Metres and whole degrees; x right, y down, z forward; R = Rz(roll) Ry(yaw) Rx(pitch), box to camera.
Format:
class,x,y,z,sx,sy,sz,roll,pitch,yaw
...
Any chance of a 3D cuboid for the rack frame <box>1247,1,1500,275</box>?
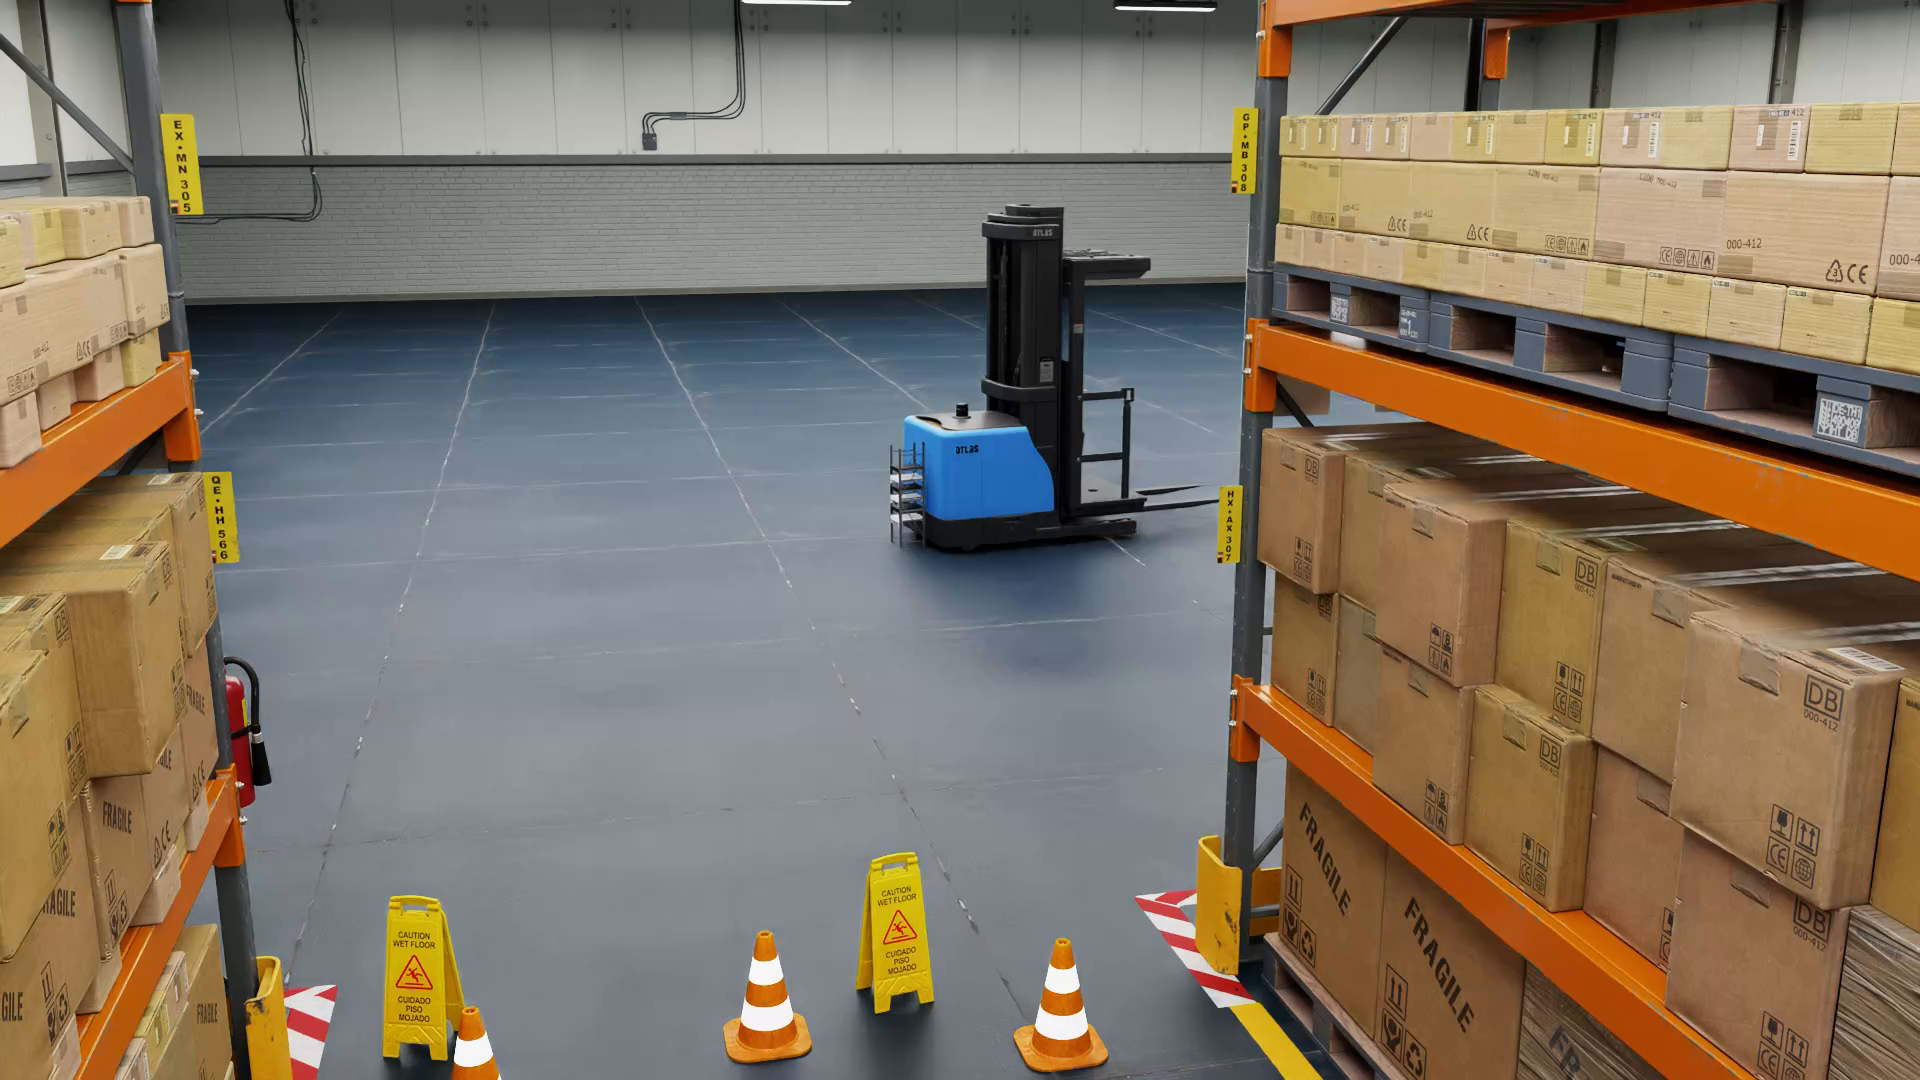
class,x,y,z,sx,sy,sz,roll,pitch,yaw
rack frame,1.656,-2.548,6.397,1.000,3.000,0.127,-3,14,-13

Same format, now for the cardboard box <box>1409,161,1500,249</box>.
class,x,y,z,sx,sy,sz,roll,pitch,yaw
cardboard box,1.760,-1.056,5.204,0.500,0.250,0.500,-3,14,-14

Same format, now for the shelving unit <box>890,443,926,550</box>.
class,x,y,z,sx,sy,sz,roll,pitch,yaw
shelving unit,-0.460,-0.383,14.599,0.258,0.900,0.210,-6,15,-23

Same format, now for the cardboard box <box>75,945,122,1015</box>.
class,x,y,z,sx,sy,sz,roll,pitch,yaw
cardboard box,-2.467,1.153,4.418,0.380,0.149,0.250,-3,14,-14

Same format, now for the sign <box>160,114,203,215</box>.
class,x,y,z,sx,sy,sz,roll,pitch,yaw
sign,-2.587,-1.248,5.531,0.100,0.325,0.005,-3,14,-13

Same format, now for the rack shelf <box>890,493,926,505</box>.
class,x,y,z,sx,sy,sz,roll,pitch,yaw
rack shelf,-0.460,-0.351,14.607,0.258,0.077,0.200,-6,15,-23

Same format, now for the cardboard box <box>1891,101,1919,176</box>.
class,x,y,z,sx,sy,sz,roll,pitch,yaw
cardboard box,2.141,-0.811,3.361,0.380,0.149,0.250,-3,14,-13

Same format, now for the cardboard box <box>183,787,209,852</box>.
class,x,y,z,sx,sy,sz,roll,pitch,yaw
cardboard box,-2.669,0.914,5.395,0.380,0.149,0.250,-3,14,-14

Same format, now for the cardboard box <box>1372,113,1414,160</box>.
class,x,y,z,sx,sy,sz,roll,pitch,yaw
cardboard box,1.602,-1.339,5.521,0.380,0.149,0.250,-3,14,-13

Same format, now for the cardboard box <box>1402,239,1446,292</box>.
class,x,y,z,sx,sy,sz,roll,pitch,yaw
cardboard box,1.663,-0.892,5.370,0.380,0.149,0.250,-3,14,-13

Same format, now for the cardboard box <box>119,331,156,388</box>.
class,x,y,z,sx,sy,sz,roll,pitch,yaw
cardboard box,-2.686,-0.548,5.057,0.380,0.149,0.250,-3,14,-13

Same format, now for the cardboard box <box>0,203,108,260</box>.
class,x,y,z,sx,sy,sz,roll,pitch,yaw
cardboard box,-2.664,-0.876,4.722,0.380,0.149,0.250,-3,14,-14

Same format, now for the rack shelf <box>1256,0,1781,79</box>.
class,x,y,z,sx,sy,sz,roll,pitch,yaw
rack shelf,2.126,-1.543,4.641,1.077,0.370,4.000,-3,14,-13

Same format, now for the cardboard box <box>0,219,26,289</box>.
class,x,y,z,sx,sy,sz,roll,pitch,yaw
cardboard box,-2.372,-0.644,3.771,0.380,0.149,0.250,-3,14,-12

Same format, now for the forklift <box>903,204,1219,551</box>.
class,x,y,z,sx,sy,sz,roll,pitch,yaw
forklift,1.048,-1.535,15.033,3.031,2.935,1.130,-6,15,-22

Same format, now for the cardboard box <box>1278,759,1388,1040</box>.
class,x,y,z,sx,sy,sz,roll,pitch,yaw
cardboard box,1.880,1.347,6.686,0.875,0.875,0.875,-3,14,-13

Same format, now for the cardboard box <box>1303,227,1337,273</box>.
class,x,y,z,sx,sy,sz,roll,pitch,yaw
cardboard box,1.486,-1.066,6.083,0.380,0.149,0.250,-3,14,-13

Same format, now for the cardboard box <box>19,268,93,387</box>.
class,x,y,z,sx,sy,sz,roll,pitch,yaw
cardboard box,-2.506,-0.525,4.125,0.500,0.250,0.500,-3,14,-12

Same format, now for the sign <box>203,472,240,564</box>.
class,x,y,z,sx,sy,sz,roll,pitch,yaw
sign,-2.587,-0.077,5.817,0.100,0.325,0.005,-3,14,-13

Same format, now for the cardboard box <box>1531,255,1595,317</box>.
class,x,y,z,sx,sy,sz,roll,pitch,yaw
cardboard box,1.840,-0.717,4.656,0.380,0.149,0.250,-3,14,-13

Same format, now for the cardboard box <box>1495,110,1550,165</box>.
class,x,y,z,sx,sy,sz,roll,pitch,yaw
cardboard box,1.783,-1.162,4.796,0.380,0.149,0.250,-3,14,-12

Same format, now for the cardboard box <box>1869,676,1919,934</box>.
class,x,y,z,sx,sy,sz,roll,pitch,yaw
cardboard box,2.542,0.604,3.542,0.875,0.550,0.550,-3,14,-13

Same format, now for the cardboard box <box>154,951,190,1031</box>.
class,x,y,z,sx,sy,sz,roll,pitch,yaw
cardboard box,-2.539,1.369,4.966,0.380,0.149,0.250,-3,14,-12

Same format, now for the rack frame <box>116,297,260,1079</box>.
class,x,y,z,sx,sy,sz,roll,pitch,yaw
rack frame,-3.132,0.665,5.884,1.000,3.000,0.127,-3,14,-13

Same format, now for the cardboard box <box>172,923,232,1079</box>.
class,x,y,z,sx,sy,sz,roll,pitch,yaw
cardboard box,-2.690,1.603,5.374,0.500,0.500,0.500,-3,14,-13

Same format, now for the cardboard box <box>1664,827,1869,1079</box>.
class,x,y,z,sx,sy,sz,roll,pitch,yaw
cardboard box,2.346,1.006,4.174,0.875,0.550,0.550,-3,14,-13

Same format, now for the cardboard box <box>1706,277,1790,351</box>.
class,x,y,z,sx,sy,sz,roll,pitch,yaw
cardboard box,2.018,-0.542,3.938,0.380,0.149,0.250,-3,14,-13

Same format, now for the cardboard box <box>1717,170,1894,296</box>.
class,x,y,z,sx,sy,sz,roll,pitch,yaw
cardboard box,2.112,-0.709,3.780,0.500,0.250,0.500,-3,14,-13

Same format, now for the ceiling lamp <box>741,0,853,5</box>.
class,x,y,z,sx,sy,sz,roll,pitch,yaw
ceiling lamp,-3.006,-11.302,29.929,2.000,3.185,0.800,-3,14,-13

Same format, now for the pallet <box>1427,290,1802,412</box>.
class,x,y,z,sx,sy,sz,roll,pitch,yaw
pallet,2.131,-0.596,4.911,1.003,0.211,1.213,-3,14,-13

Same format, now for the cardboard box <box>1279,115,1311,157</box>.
class,x,y,z,sx,sy,sz,roll,pitch,yaw
cardboard box,1.425,-1.514,6.238,0.380,0.149,0.250,-3,14,-13

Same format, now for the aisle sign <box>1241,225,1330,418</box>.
class,x,y,z,sx,sy,sz,roll,pitch,yaw
aisle sign,1.348,-0.896,6.799,0.394,0.787,0.004,-3,14,-13

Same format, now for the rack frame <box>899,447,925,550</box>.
class,x,y,z,sx,sy,sz,roll,pitch,yaw
rack frame,-0.418,-0.361,14.509,0.240,0.900,0.006,-6,15,-23

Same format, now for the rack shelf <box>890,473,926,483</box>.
class,x,y,z,sx,sy,sz,roll,pitch,yaw
rack shelf,-0.460,-0.526,14.565,0.258,0.077,0.200,-6,15,-23

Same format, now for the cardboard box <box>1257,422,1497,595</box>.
class,x,y,z,sx,sy,sz,roll,pitch,yaw
cardboard box,1.706,-0.144,6.603,0.875,0.550,0.550,-3,14,-13

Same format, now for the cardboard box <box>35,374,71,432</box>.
class,x,y,z,sx,sy,sz,roll,pitch,yaw
cardboard box,-2.557,-0.367,4.320,0.380,0.149,0.250,-3,14,-14

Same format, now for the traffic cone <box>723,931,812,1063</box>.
class,x,y,z,sx,sy,sz,roll,pitch,yaw
traffic cone,-0.778,1.785,6.648,0.336,0.463,0.334,-3,14,-13

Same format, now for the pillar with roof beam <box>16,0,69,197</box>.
class,x,y,z,sx,sy,sz,roll,pitch,yaw
pillar with roof beam,-10.120,-7.537,26.817,9.100,9.000,0.400,-3,14,-13

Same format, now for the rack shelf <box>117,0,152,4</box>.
class,x,y,z,sx,sy,sz,roll,pitch,yaw
rack shelf,-2.662,-1.437,3.369,1.077,0.370,4.000,-3,14,-13

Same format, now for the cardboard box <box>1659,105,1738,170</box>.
class,x,y,z,sx,sy,sz,roll,pitch,yaw
cardboard box,1.961,-0.987,4.078,0.380,0.149,0.250,-3,14,-13

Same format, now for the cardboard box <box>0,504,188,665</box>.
class,x,y,z,sx,sy,sz,roll,pitch,yaw
cardboard box,-2.688,0.209,4.806,0.700,0.500,0.500,-3,14,-13

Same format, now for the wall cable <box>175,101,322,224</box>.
class,x,y,z,sx,sy,sz,roll,pitch,yaw
wall cable,-15.120,-7.926,34.953,3.097,2.526,0.112,-3,14,-13

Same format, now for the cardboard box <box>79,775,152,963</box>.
class,x,y,z,sx,sy,sz,roll,pitch,yaw
cardboard box,-2.509,0.813,4.440,0.500,0.500,0.500,-3,14,-13

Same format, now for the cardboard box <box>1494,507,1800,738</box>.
class,x,y,z,sx,sy,sz,roll,pitch,yaw
cardboard box,2.175,0.230,5.075,0.875,0.550,0.500,-3,14,-13

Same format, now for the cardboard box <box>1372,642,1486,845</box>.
class,x,y,z,sx,sy,sz,roll,pitch,yaw
cardboard box,1.947,0.638,5.679,0.875,0.550,0.550,-3,14,-13

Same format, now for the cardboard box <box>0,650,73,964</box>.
class,x,y,z,sx,sy,sz,roll,pitch,yaw
cardboard box,-2.275,0.559,3.374,0.700,0.500,0.500,-4,14,-14
